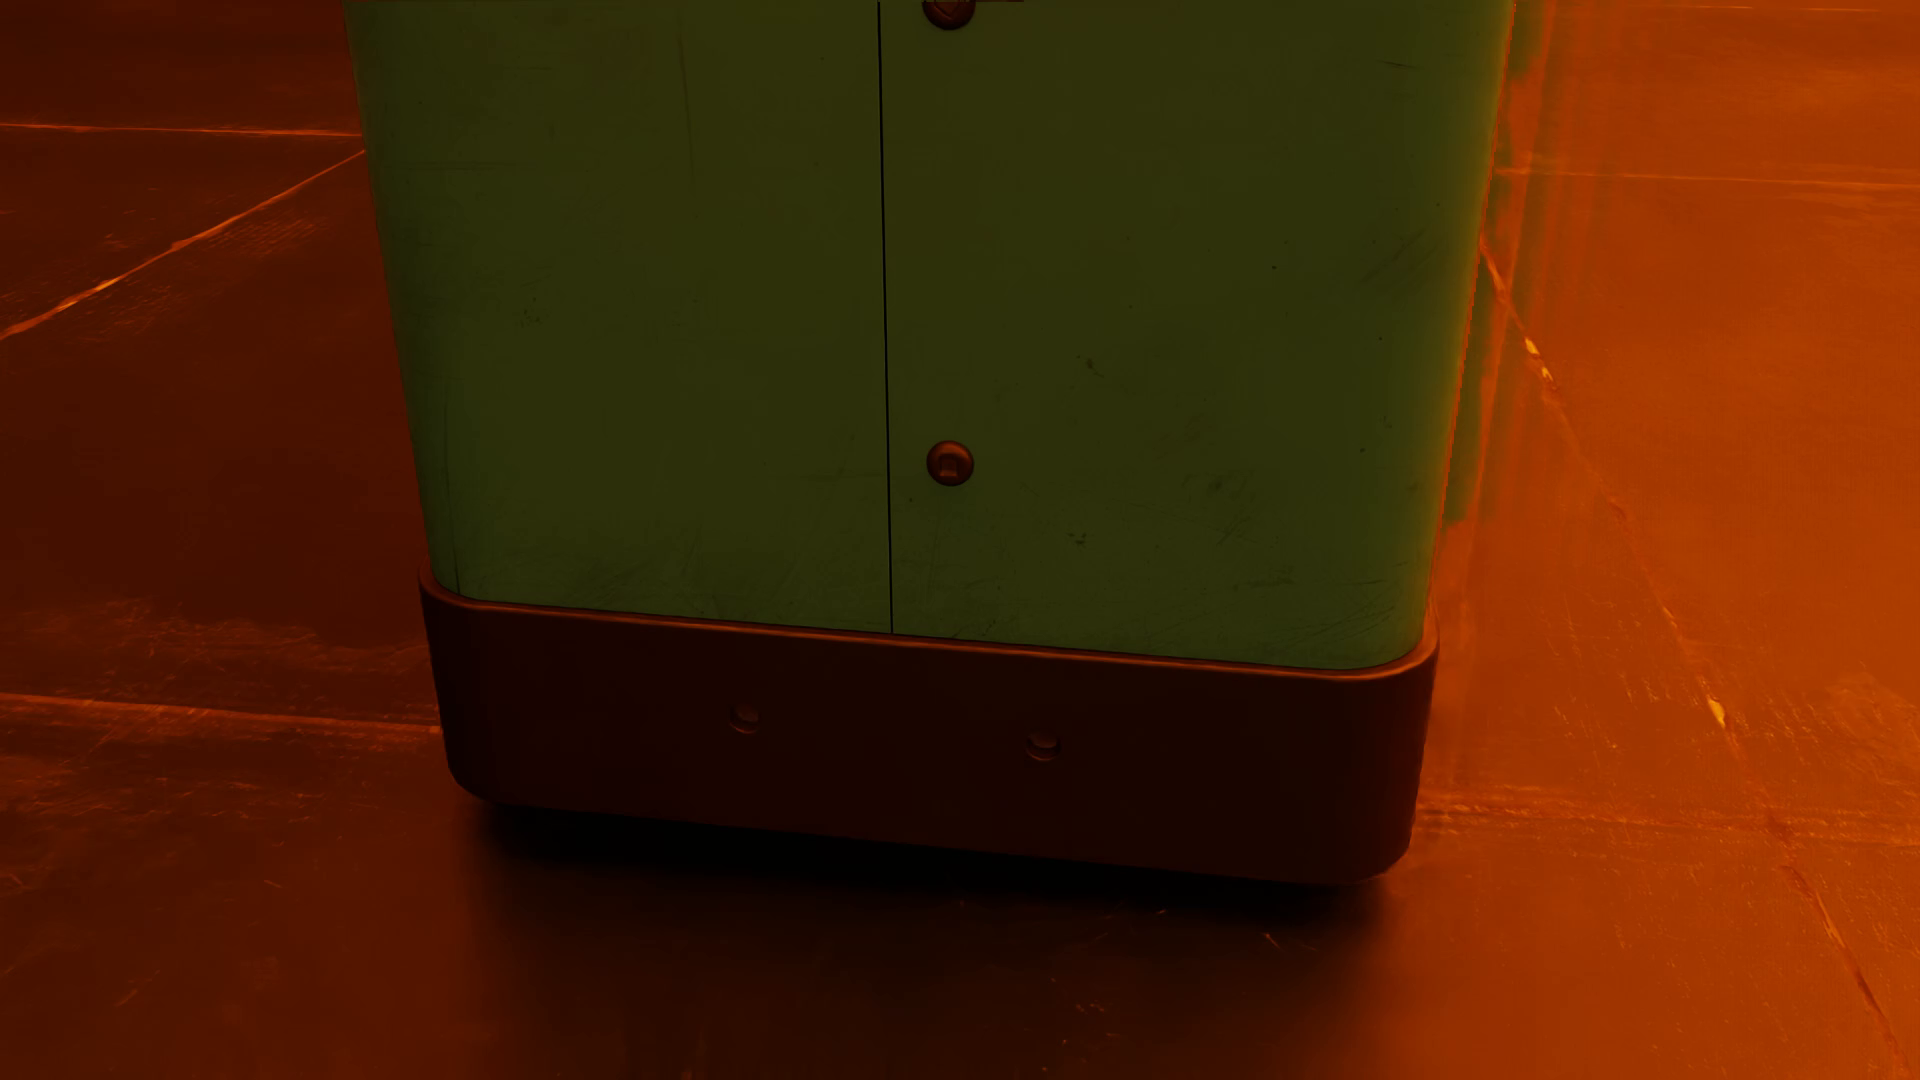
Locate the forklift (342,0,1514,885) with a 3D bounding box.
[{"bbox_3d":[0.177,-1.602,2.427,1.130,2.935,3.031,4,27,8],"label":"forklift"}]
